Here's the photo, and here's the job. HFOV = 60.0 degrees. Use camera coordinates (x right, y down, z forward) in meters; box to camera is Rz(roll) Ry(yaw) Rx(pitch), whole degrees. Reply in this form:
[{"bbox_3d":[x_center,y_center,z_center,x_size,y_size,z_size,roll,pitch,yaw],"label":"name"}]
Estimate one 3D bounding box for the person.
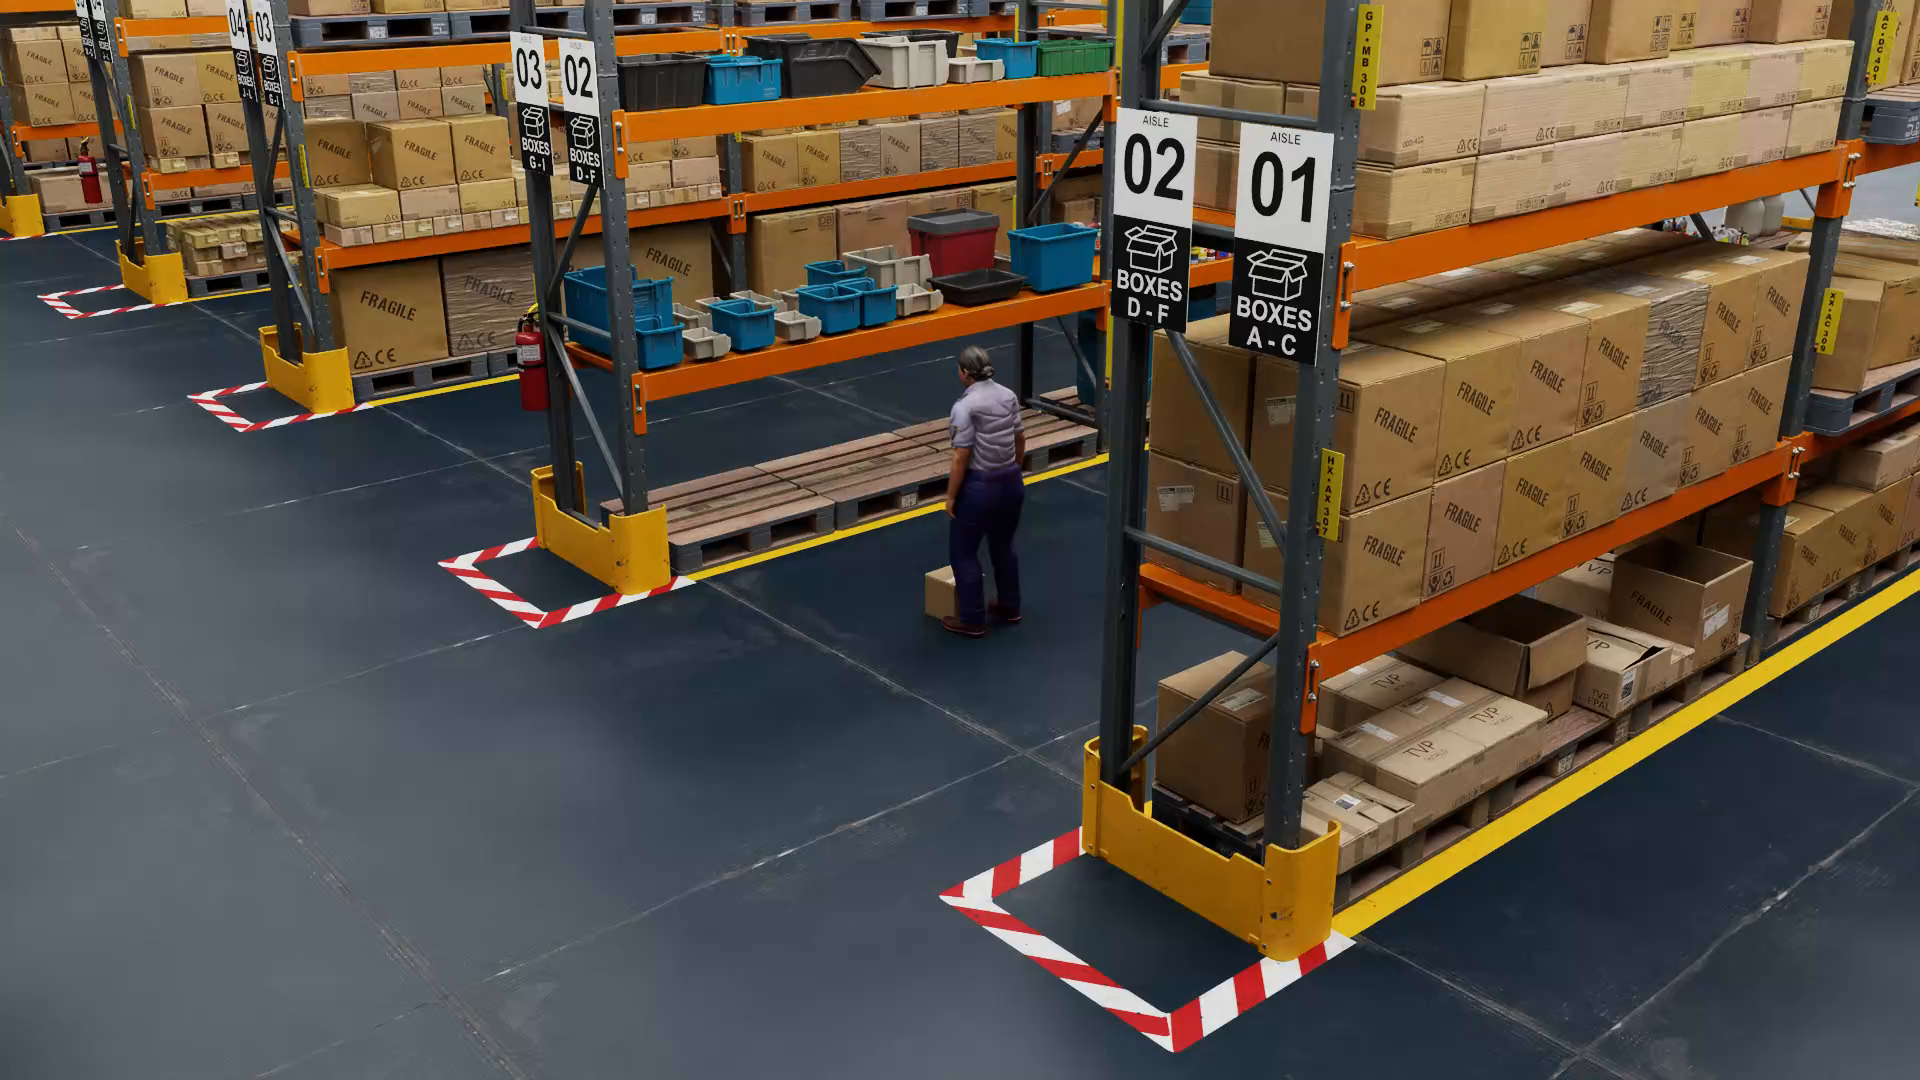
[{"bbox_3d":[0.142,-0.270,9.311,0.537,1.638,0.373,-17,27,-38],"label":"person"}]
